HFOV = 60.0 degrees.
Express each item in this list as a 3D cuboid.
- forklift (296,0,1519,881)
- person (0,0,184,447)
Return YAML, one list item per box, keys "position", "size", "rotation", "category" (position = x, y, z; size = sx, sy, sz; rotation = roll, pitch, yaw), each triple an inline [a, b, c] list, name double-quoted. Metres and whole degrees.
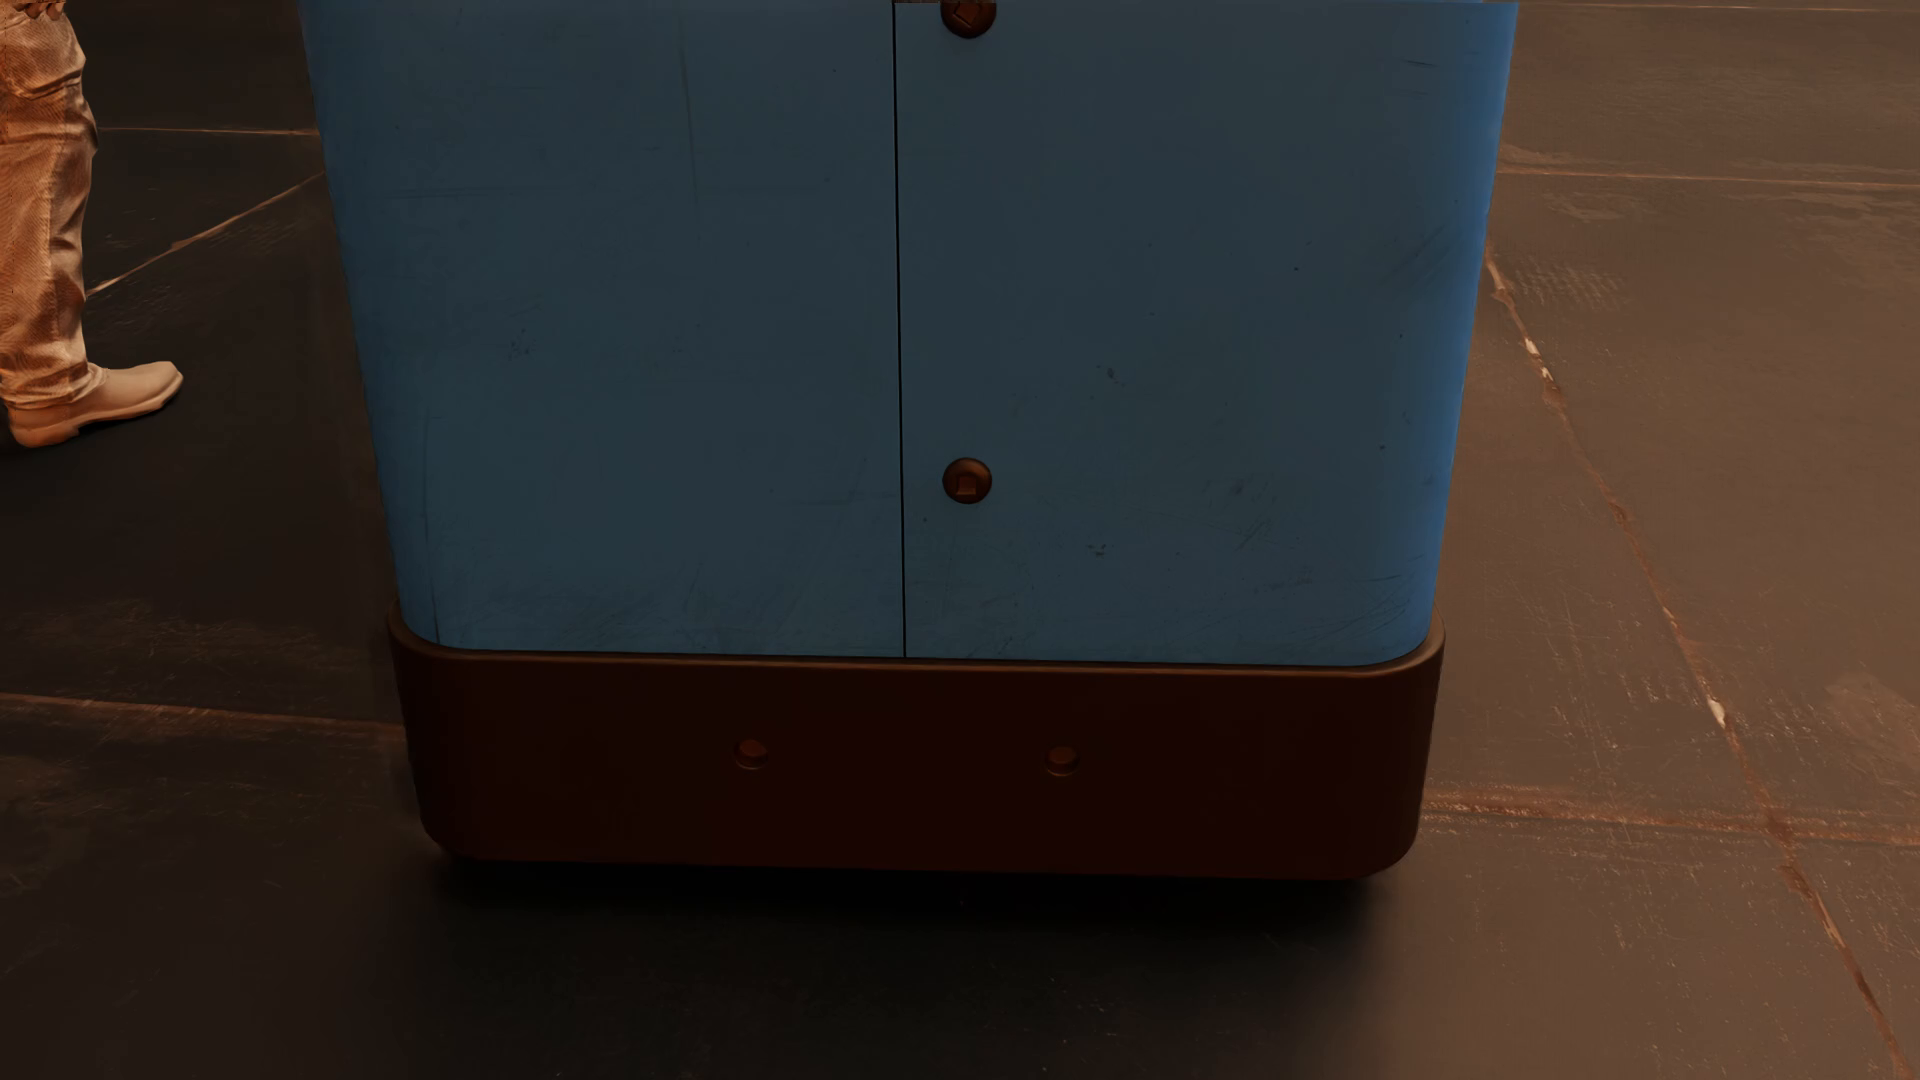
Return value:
- position: [0.005, -1.590, 2.403]
  size: [1.130, 2.935, 3.031]
  rotation: [1, 27, 2]
  category: "forklift"
- position: [-1.662, -1.026, 2.580]
  size: [0.770, 1.768, 0.418]
  rotation: [10, 28, 19]
  category: "person"
